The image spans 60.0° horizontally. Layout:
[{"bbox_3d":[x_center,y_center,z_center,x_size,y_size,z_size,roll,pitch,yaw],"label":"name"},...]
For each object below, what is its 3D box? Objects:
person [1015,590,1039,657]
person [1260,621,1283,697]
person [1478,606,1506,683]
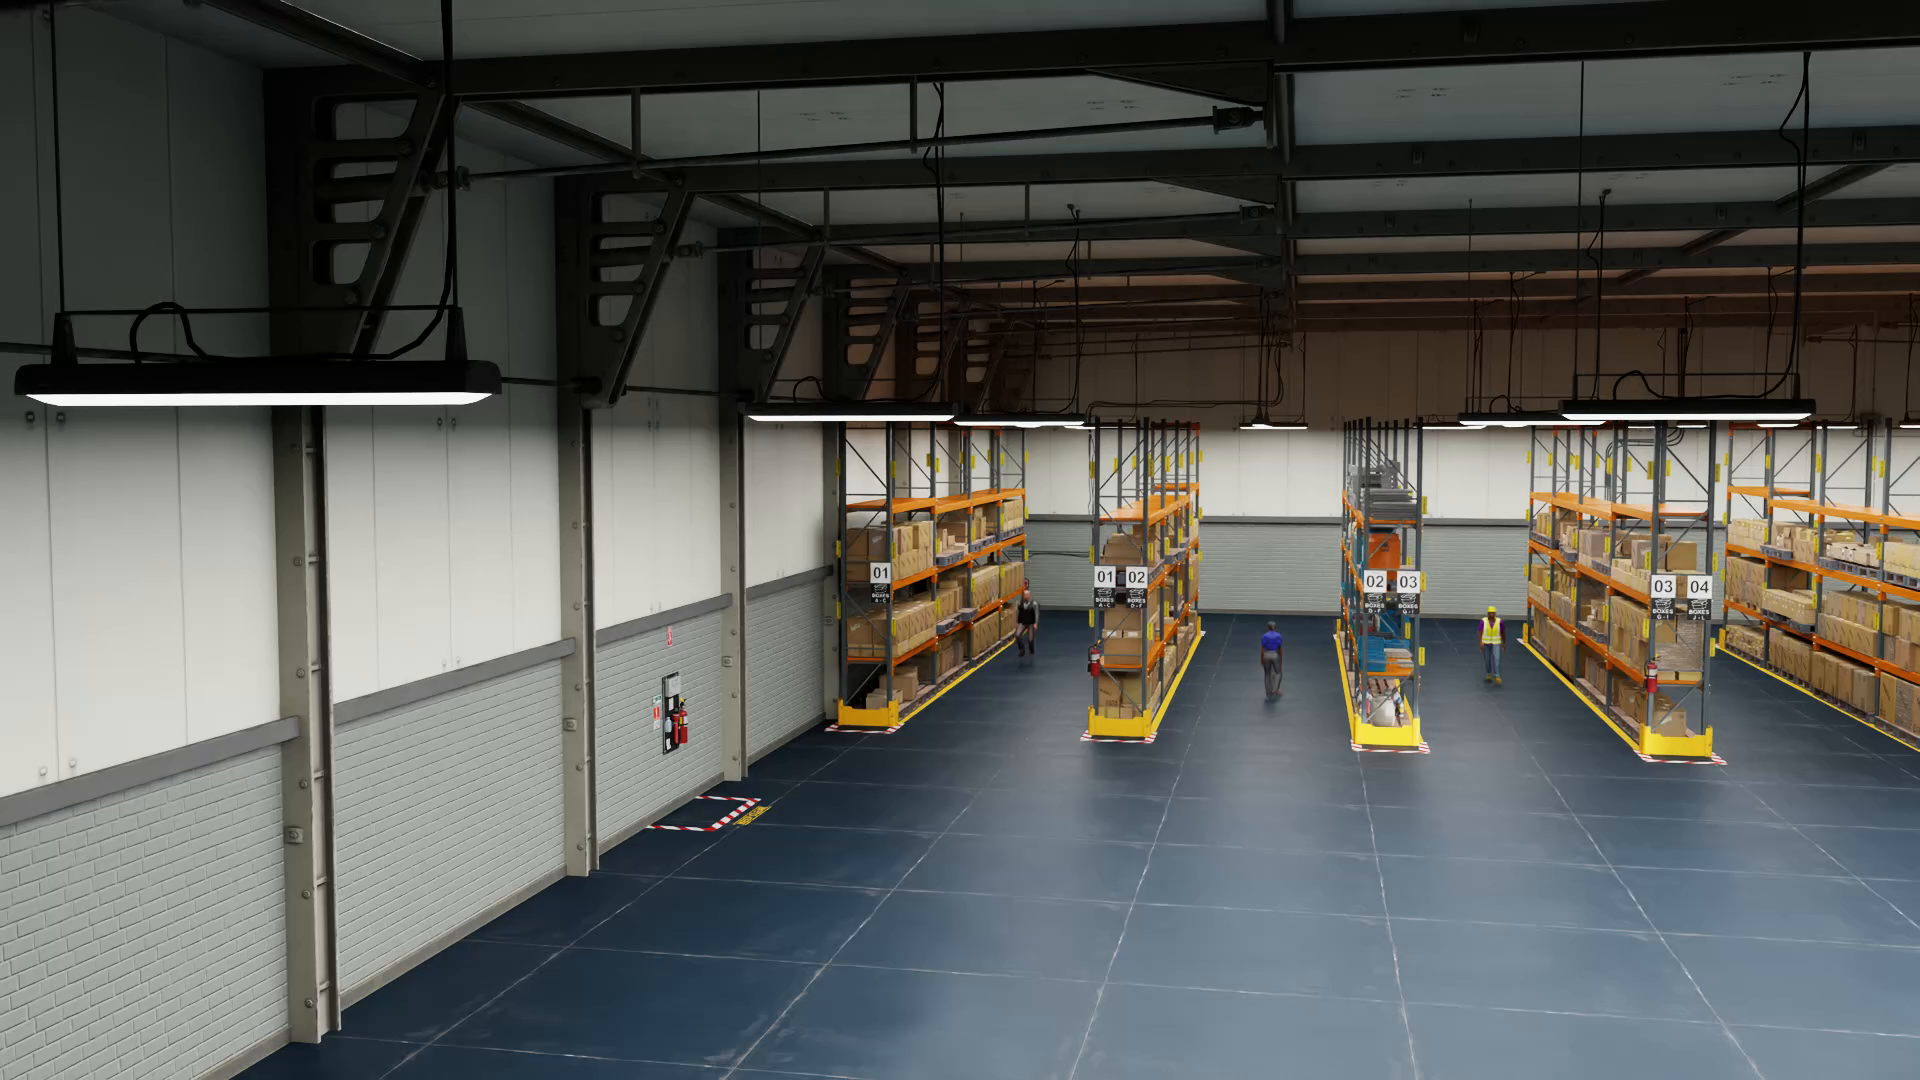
[{"bbox_3d":[1.648,2.029,40.726,0.589,1.602,0.666,1,4,15],"label":"person"},{"bbox_3d":[6.734,2.572,35.890,0.496,1.654,0.507,1,4,15],"label":"person"},{"bbox_3d":[12.144,2.368,37.971,0.616,1.716,0.966,1,4,20],"label":"person"}]
